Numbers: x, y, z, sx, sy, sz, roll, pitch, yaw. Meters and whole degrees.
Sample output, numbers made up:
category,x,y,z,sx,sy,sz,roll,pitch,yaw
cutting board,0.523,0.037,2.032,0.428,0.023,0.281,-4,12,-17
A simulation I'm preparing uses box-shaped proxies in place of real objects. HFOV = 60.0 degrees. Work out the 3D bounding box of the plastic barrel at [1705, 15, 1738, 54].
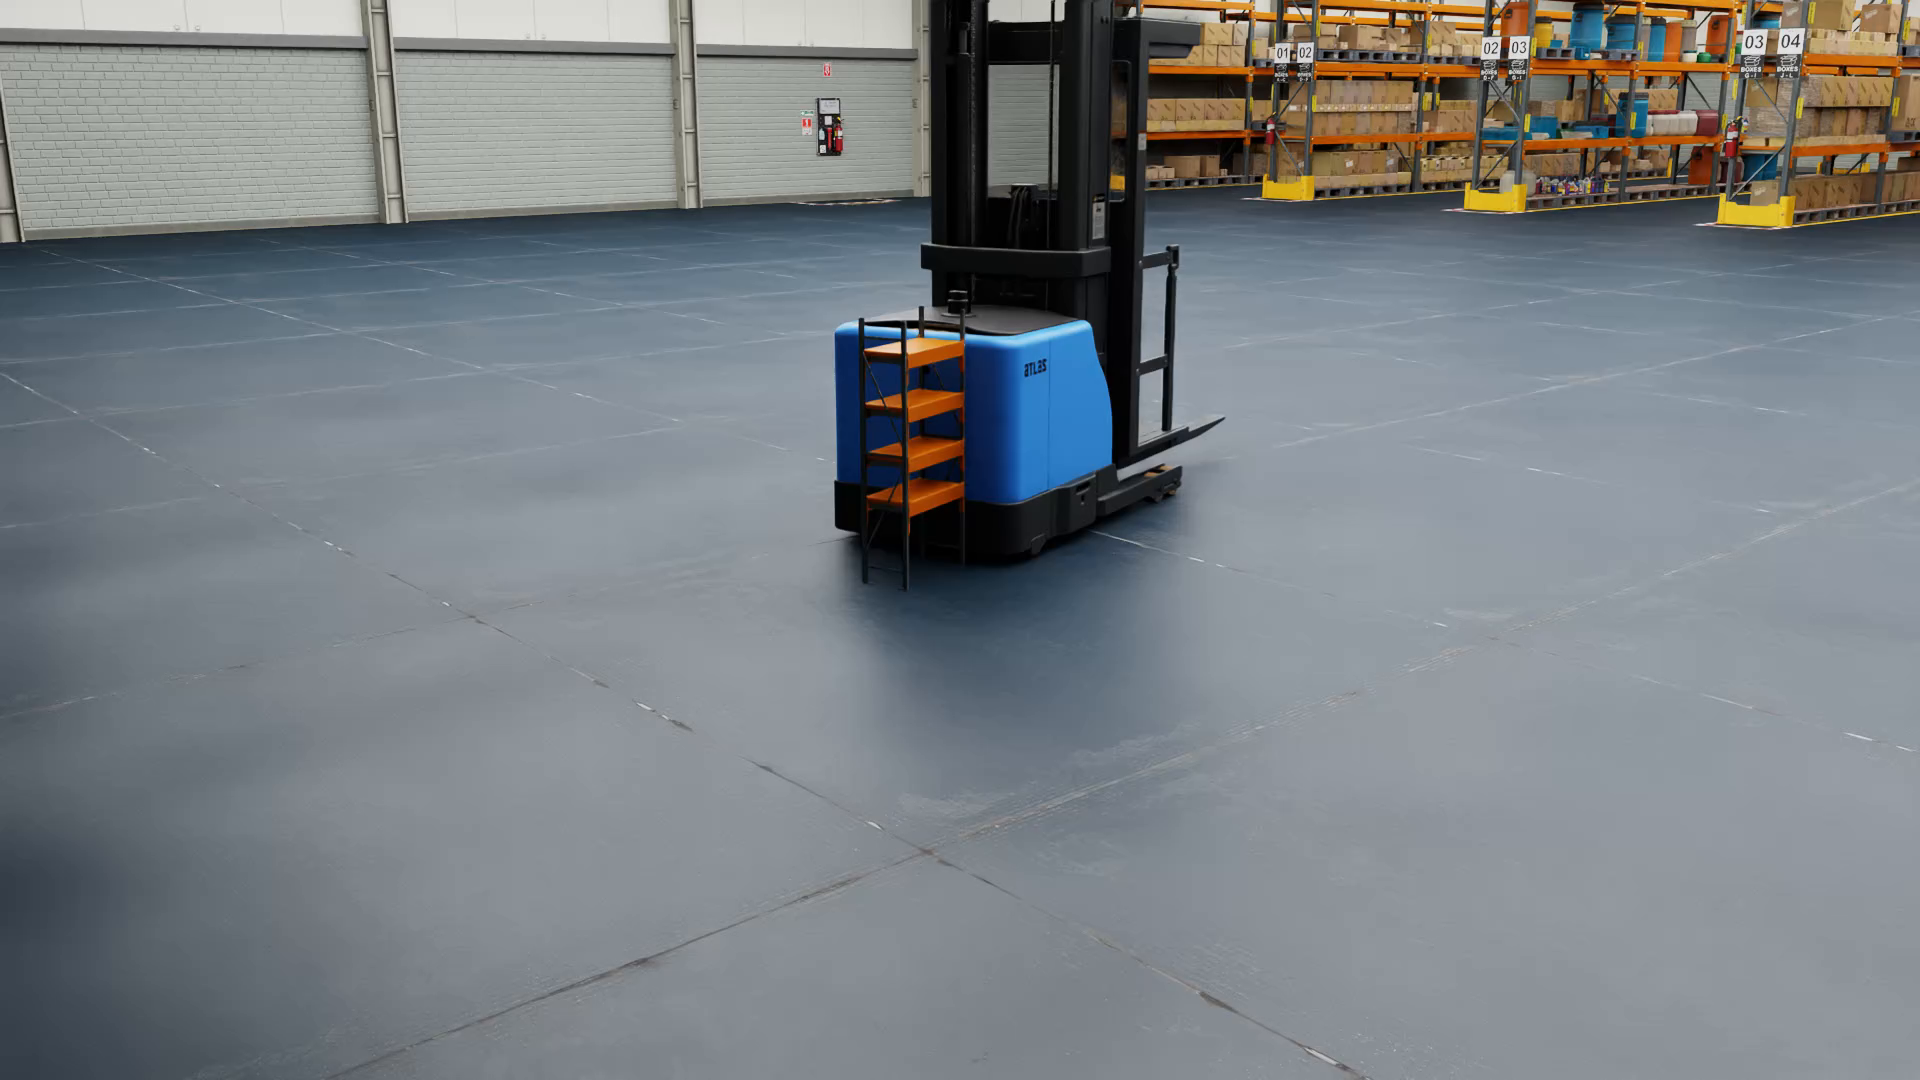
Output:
category,x,y,z,sx,sy,sz,roll,pitch,yaw
plastic barrel,16.750,-11.111,36.575,0.708,0.830,0.600,-13,19,-39

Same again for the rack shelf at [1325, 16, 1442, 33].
category,x,y,z,sx,sy,sz,roll,pitch,yaw
rack shelf,11.326,-13.781,44.573,4.000,0.370,1.077,-13,19,-39

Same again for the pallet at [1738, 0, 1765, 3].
category,x,y,z,sx,sy,sz,roll,pitch,yaw
pallet,16.885,-11.886,36.451,1.003,0.211,1.213,-13,19,-39

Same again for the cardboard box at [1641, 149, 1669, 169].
category,x,y,z,sx,sy,sz,roll,pitch,yaw
cardboard box,18.858,-10.341,45.142,0.500,0.500,0.500,-13,19,-39

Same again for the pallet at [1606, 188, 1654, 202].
category,x,y,z,sx,sy,sz,roll,pitch,yaw
pallet,13.870,-7.271,35.063,1.213,0.211,1.003,-13,19,-39

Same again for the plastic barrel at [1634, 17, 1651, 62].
category,x,y,z,sx,sy,sz,roll,pitch,yaw
plastic barrel,14.037,-10.409,34.621,0.600,0.901,0.600,0,15,0

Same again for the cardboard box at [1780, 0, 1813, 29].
category,x,y,z,sx,sy,sz,roll,pitch,yaw
cardboard box,14.540,-9.031,28.695,0.500,0.500,0.500,-13,19,-39

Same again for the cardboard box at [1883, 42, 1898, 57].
category,x,y,z,sx,sy,sz,roll,pitch,yaw
cardboard box,16.382,-8.763,29.720,0.500,0.250,0.500,-12,19,-37

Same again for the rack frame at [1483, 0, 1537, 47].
category,x,y,z,sx,sy,sz,roll,pitch,yaw
rack frame,10.285,-10.699,30.866,0.127,3.000,1.000,-13,19,-39

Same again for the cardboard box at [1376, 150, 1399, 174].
category,x,y,z,sx,sy,sz,roll,pitch,yaw
cardboard box,9.463,-8.476,37.232,0.500,0.500,0.500,-13,19,-39

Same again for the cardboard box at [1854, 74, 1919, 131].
category,x,y,z,sx,sy,sz,roll,pitch,yaw
cardboard box,17.245,-8.114,30.838,1.000,1.000,1.000,-12,19,-39

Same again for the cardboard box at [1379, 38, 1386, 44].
category,x,y,z,sx,sy,sz,roll,pitch,yaw
cardboard box,9.094,-10.994,36.872,0.500,0.311,0.500,-14,20,-42

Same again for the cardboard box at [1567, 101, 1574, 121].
category,x,y,z,sx,sy,sz,roll,pitch,yaw
cardboard box,15.108,-10.884,42.177,0.500,0.500,0.700,-9,17,-31

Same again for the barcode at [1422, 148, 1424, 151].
category,x,y,z,sx,sy,sz,roll,pitch,yaw
barcode,10.520,-8.874,37.790,0.075,0.075,0.001,-13,19,-39

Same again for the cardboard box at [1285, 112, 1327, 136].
category,x,y,z,sx,sy,sz,roll,pitch,yaw
cardboard box,7.397,-8.890,35.527,0.500,0.500,0.700,-13,19,-39

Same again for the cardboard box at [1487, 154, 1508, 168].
category,x,y,z,sx,sy,sz,roll,pitch,yaw
cardboard box,12.838,-9.129,40.043,0.500,0.311,0.500,-12,19,-38

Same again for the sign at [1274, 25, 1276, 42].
category,x,y,z,sx,sy,sz,roll,pitch,yaw
sign,6.691,-10.712,35.166,0.005,0.325,0.100,-13,19,-39

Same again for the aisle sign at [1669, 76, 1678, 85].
category,x,y,z,sx,sy,sz,roll,pitch,yaw
aisle sign,19.359,-12.684,44.885,0.004,0.787,0.394,-13,19,-39

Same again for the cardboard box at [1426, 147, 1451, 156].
category,x,y,z,sx,sy,sz,roll,pitch,yaw
cardboard box,13.466,-10.864,47.139,0.500,0.500,0.700,-12,19,-39

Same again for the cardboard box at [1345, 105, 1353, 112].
category,x,y,z,sx,sy,sz,roll,pitch,yaw
cardboard box,8.252,-9.327,35.904,0.250,0.149,0.380,-14,20,-41

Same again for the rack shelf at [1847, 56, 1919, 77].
category,x,y,z,sx,sy,sz,roll,pitch,yaw
rack shelf,18.063,-8.954,31.542,4.000,0.370,1.077,-13,19,-39

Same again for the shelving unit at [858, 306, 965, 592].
category,x,y,z,sx,sy,sz,roll,pitch,yaw
shelving unit,-0.208,-0.422,7.503,0.258,1.200,0.503,9,17,30

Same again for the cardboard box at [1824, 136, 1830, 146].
category,x,y,z,sx,sy,sz,roll,pitch,yaw
cardboard box,14.847,-6.930,28.868,0.250,0.149,0.380,-13,19,-39

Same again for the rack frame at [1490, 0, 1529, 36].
category,x,y,z,sx,sy,sz,roll,pitch,yaw
rack frame,13.072,-13.019,39.552,0.127,3.000,1.000,-13,19,-39

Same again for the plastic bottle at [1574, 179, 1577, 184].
category,x,y,z,sx,sy,sz,roll,pitch,yaw
plastic bottle,12.422,-7.120,33.503,0.133,0.283,0.061,-13,19,-39

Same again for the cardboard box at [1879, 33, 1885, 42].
category,x,y,z,sx,sy,sz,roll,pitch,yaw
cardboard box,16.105,-8.885,29.407,0.250,0.149,0.380,-14,20,-42

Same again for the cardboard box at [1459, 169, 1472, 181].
category,x,y,z,sx,sy,sz,roll,pitch,yaw
cardboard box,11.681,-8.598,39.141,0.500,0.250,0.500,-12,19,-38

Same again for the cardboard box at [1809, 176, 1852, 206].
category,x,y,z,sx,sy,sz,roll,pitch,yaw
cardboard box,15.799,-6.351,30.243,0.500,0.500,0.500,-6,16,-22

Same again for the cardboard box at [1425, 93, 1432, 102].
category,x,y,z,sx,sy,sz,roll,pitch,yaw
cardboard box,12.650,-12.197,45.838,0.500,0.250,0.500,-12,19,-38

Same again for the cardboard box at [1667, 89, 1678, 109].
category,x,y,z,sx,sy,sz,roll,pitch,yaw
cardboard box,18.951,-11.878,44.776,0.500,0.500,0.500,-13,20,-40

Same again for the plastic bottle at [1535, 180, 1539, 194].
category,x,y,z,sx,sy,sz,roll,pitch,yaw
plastic bottle,11.591,-7.131,33.559,0.135,0.276,0.152,-12,19,-39

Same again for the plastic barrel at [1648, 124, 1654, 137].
category,x,y,z,sx,sy,sz,roll,pitch,yaw
plastic barrel,14.402,-8.606,34.923,0.301,0.262,0.301,0,15,0

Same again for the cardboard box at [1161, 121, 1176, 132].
category,x,y,z,sx,sy,sz,roll,pitch,yaw
cardboard box,4.741,-9.778,39.296,0.500,0.250,0.500,-13,20,-41

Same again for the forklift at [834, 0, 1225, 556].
category,x,y,z,sx,sy,sz,roll,pitch,yaw
forklift,0.570,-1.673,8.834,1.130,2.935,3.031,9,17,30

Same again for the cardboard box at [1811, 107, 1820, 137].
category,x,y,z,sx,sy,sz,roll,pitch,yaw
cardboard box,14.268,-7.224,28.713,0.500,0.500,0.875,-13,19,-39

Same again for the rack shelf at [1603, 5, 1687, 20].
category,x,y,z,sx,sy,sz,roll,pitch,yaw
rack shelf,17.598,-13.686,43.451,4.000,0.370,1.077,-13,19,-39

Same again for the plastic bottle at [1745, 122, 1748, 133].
category,x,y,z,sx,sy,sz,roll,pitch,yaw
plastic bottle,17.662,-9.275,37.409,0.097,0.271,0.097,0,15,0

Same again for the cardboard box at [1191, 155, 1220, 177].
category,x,y,z,sx,sy,sz,roll,pitch,yaw
cardboard box,6.043,-9.228,40.976,0.500,0.500,0.500,14,21,43

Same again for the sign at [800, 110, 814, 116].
category,x,y,z,sx,sy,sz,roll,pitch,yaw
sign,-3.149,-8.787,34.239,0.331,0.109,0.001,-13,19,-39

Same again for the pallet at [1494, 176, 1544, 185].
category,x,y,z,sx,sy,sz,roll,pitch,yaw
pallet,13.660,-8.893,41.132,1.213,0.211,1.003,-13,19,-39

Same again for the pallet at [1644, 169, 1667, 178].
category,x,y,z,sx,sy,sz,roll,pitch,yaw
pallet,18.448,-9.980,45.206,1.213,0.211,1.003,-13,19,-39

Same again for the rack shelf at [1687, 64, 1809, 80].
category,x,y,z,sx,sy,sz,roll,pitch,yaw
rack shelf,17.829,-10.596,37.688,4.000,0.370,1.077,-13,19,-39

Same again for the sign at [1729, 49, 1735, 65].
category,x,y,z,sx,sy,sz,roll,pitch,yaw
sign,16.687,-10.448,35.944,0.005,0.325,0.100,-13,19,-39

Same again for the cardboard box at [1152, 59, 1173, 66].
category,x,y,z,sx,sy,sz,roll,pitch,yaw
cardboard box,4.627,-11.328,38.803,0.500,0.500,0.500,-11,19,-36

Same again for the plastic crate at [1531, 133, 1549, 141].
category,x,y,z,sx,sy,sz,roll,pitch,yaw
plastic crate,11.172,-7.762,32.008,0.250,0.136,0.298,-13,19,-39

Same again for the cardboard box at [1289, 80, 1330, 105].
category,x,y,z,sx,sy,sz,roll,pitch,yaw
cardboard box,7.437,-9.526,35.393,0.500,0.500,0.700,-13,19,-39

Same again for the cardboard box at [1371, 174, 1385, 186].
category,x,y,z,sx,sy,sz,roll,pitch,yaw
cardboard box,9.096,-8.026,36.999,0.500,0.250,0.500,-13,19,-39

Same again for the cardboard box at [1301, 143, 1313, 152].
category,x,y,z,sx,sy,sz,roll,pitch,yaw
cardboard box,8.837,-10.235,43.293,0.500,0.250,0.500,-12,19,-38

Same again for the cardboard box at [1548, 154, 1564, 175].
category,x,y,z,sx,sy,sz,roll,pitch,yaw
cardboard box,14.766,-9.410,41.658,0.500,0.500,0.500,-14,20,-41

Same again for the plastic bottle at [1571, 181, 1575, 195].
category,x,y,z,sx,sy,sz,roll,pitch,yaw
plastic bottle,12.192,-7.016,33.139,0.097,0.271,0.097,0,15,0

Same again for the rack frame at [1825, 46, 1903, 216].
category,x,y,z,sx,sy,sz,roll,pitch,yaw
rack frame,16.554,-7.514,30.567,0.127,3.000,1.000,-13,19,-39

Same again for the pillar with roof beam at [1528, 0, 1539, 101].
category,x,y,z,sx,sy,sz,roll,pitch,yaw
pillar with roof beam,20.147,-15.126,47.439,0.400,9.000,9.100,-13,19,-39

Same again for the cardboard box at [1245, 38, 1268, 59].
category,x,y,z,sx,sy,sz,roll,pitch,yaw
cardboard box,7.264,-12.184,41.232,0.500,0.500,0.500,-9,18,-32
